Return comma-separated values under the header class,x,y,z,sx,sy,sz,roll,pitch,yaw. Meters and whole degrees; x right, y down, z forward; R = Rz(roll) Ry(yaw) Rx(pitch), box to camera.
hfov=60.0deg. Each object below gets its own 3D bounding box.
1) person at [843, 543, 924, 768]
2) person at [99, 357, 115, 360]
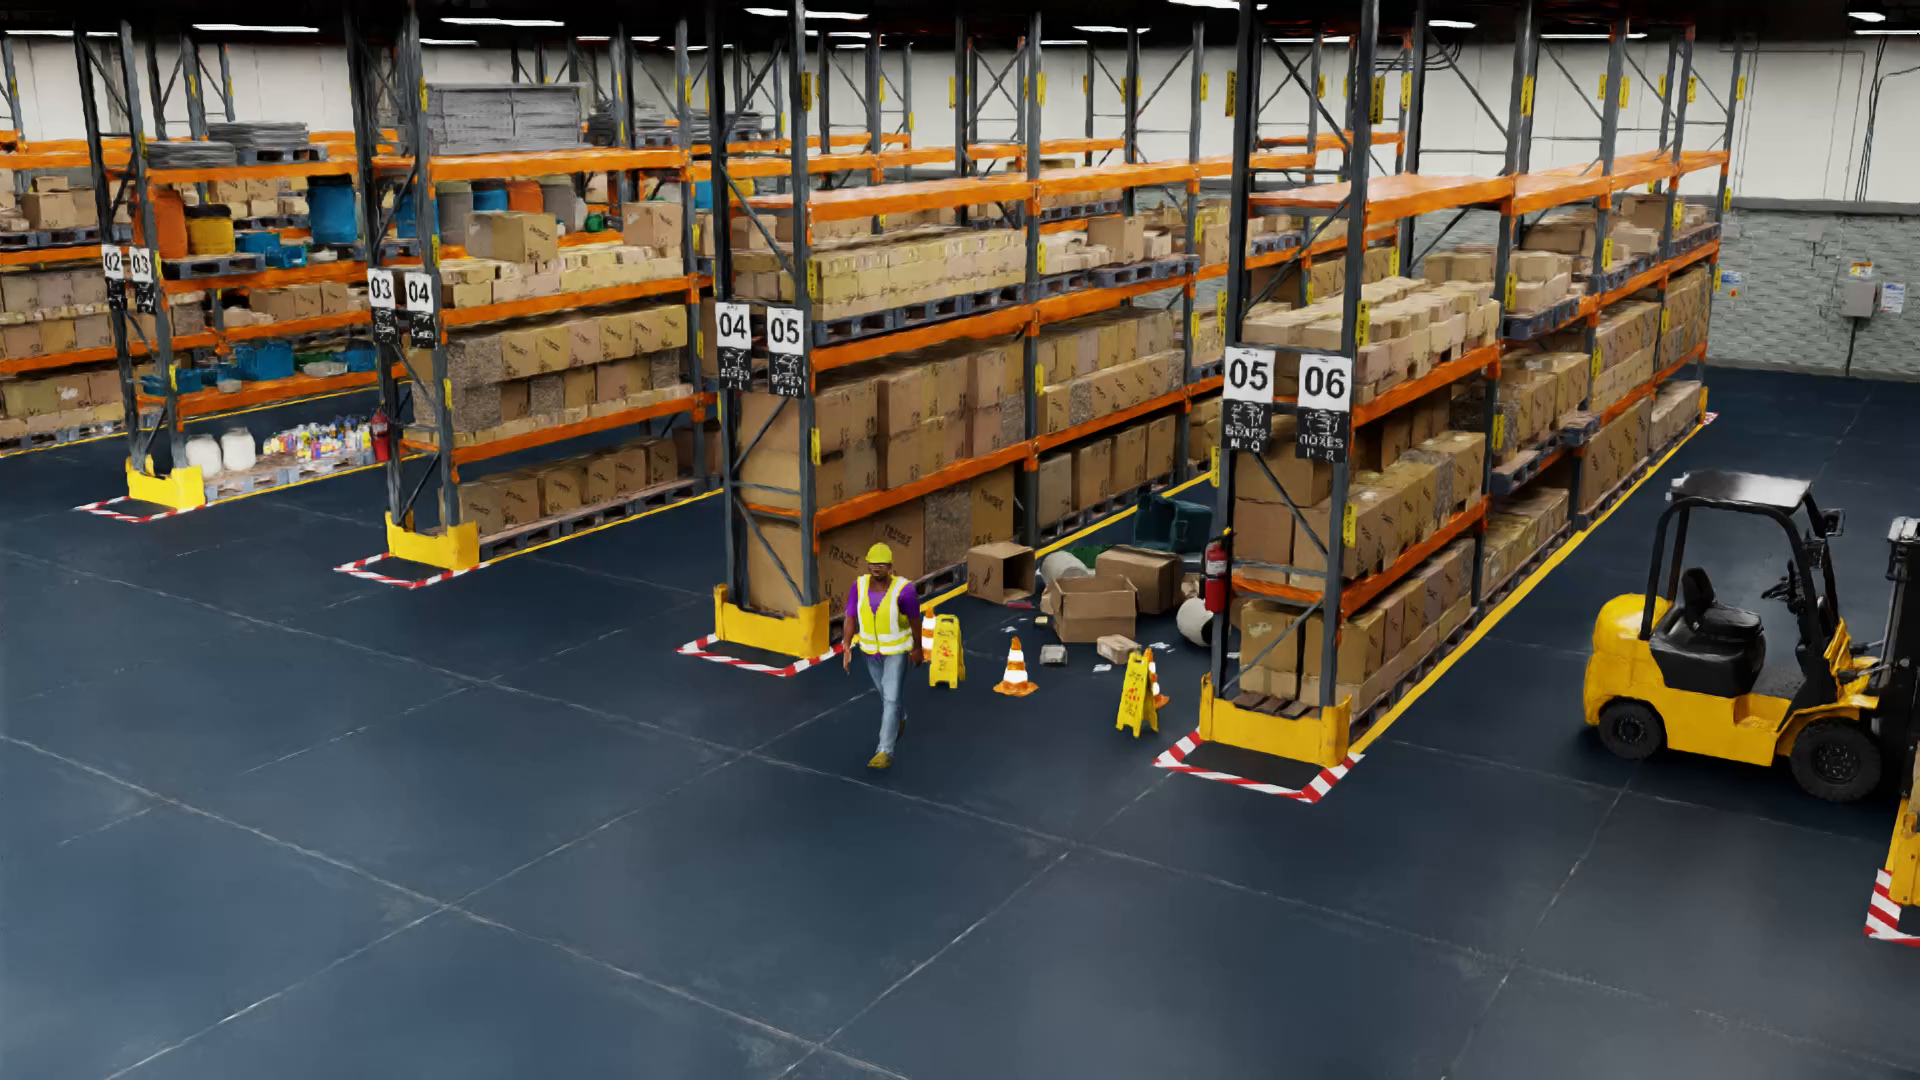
class,x,y,z,sx,sy,sz,roll,pitch,yaw
person,-0.616,0.847,12.960,0.569,1.709,1.034,7,17,23
person,-13.723,-2.966,26.889,0.580,1.619,0.507,10,18,31
